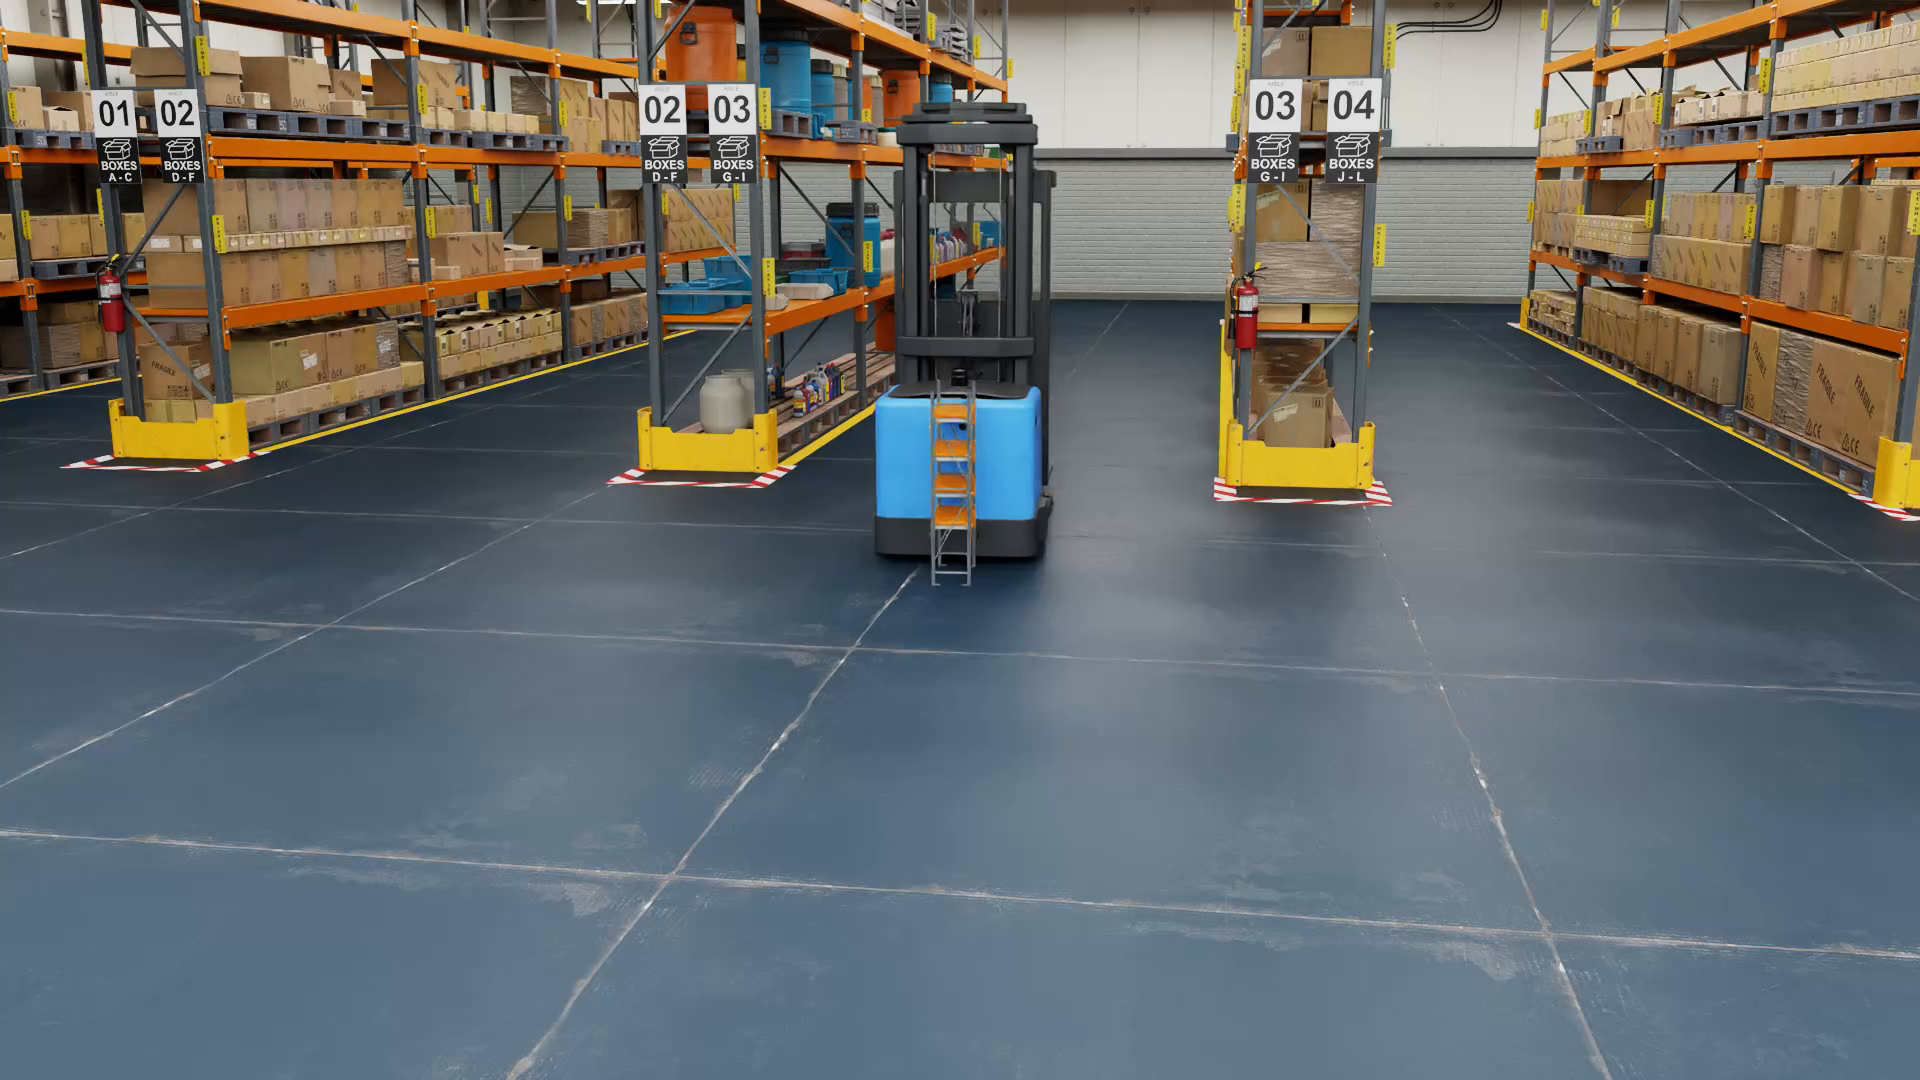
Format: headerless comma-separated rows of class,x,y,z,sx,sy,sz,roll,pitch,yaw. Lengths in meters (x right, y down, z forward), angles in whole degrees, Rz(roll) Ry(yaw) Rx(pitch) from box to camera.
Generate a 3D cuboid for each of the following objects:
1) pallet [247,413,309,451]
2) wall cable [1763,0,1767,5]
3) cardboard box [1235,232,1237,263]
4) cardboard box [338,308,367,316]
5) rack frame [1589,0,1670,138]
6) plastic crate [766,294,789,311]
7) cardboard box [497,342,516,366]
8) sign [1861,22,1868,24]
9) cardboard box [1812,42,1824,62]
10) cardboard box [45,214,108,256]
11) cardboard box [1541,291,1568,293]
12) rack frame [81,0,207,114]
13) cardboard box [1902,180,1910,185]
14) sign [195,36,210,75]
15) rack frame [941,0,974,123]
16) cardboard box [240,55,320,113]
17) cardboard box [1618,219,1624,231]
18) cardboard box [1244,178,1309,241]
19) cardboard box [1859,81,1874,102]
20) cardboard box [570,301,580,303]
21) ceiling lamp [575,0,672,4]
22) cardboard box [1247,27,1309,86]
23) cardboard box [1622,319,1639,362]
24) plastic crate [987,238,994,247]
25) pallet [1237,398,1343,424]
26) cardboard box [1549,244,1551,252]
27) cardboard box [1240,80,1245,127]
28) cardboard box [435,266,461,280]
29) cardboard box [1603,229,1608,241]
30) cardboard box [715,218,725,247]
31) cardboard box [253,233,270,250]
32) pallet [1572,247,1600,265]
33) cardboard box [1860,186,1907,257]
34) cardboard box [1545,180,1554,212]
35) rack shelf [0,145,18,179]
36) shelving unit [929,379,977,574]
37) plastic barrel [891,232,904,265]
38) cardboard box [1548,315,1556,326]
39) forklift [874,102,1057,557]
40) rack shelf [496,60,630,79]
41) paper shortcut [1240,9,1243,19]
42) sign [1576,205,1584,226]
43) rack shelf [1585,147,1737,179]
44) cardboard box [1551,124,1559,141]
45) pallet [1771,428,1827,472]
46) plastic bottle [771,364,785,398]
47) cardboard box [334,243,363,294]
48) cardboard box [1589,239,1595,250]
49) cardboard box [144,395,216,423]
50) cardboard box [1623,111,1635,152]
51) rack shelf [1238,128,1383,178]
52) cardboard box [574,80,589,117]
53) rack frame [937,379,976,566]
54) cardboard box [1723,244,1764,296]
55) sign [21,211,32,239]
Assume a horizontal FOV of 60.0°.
pallet,-6.956,-1.033,15.783,1.003,0.211,1.213,2,12,9
wall cable,15.605,-9.049,32.121,0.463,3.000,0.029,2,12,9
cardboard box,3.817,-3.738,21.482,0.500,0.500,0.500,2,12,10
cardboard box,-10.053,-3.908,26.612,0.750,0.750,0.750,2,12,9
rack frame,9.487,-7.162,23.367,1.000,3.000,0.127,2,12,9
plastic crate,-1.683,-2.121,14.840,0.298,0.136,0.250,2,12,9
cardboard box,-5.874,-2.325,20.692,0.500,0.250,0.500,2,12,10
sign,14.461,-8.409,26.559,0.100,0.325,0.005,2,12,9
cardboard box,7.710,-4.275,14.558,0.380,0.149,0.250,2,12,9
cardboard box,-11.037,-3.850,20.959,0.700,0.500,0.500,4,13,16
cardboard box,9.762,-4.005,27.317,0.380,0.149,0.250,2,12,10
rack frame,-7.032,-5.168,14.113,1.000,3.000,0.127,2,12,9
cardboard box,14.408,-5.335,24.979,0.380,0.149,0.250,2,12,9
sign,-6.485,-4.148,14.239,0.100,0.325,0.005,2,12,9
rack frame,-0.293,-7.505,24.955,1.000,3.000,0.127,2,12,9
cardboard box,-6.507,-4.361,15.922,0.500,0.500,0.500,2,12,9
cardboard box,8.575,-3.994,21.093,0.380,0.149,0.250,2,12,10
cardboard box,2.596,-2.719,13.673,0.500,0.500,0.500,2,12,9
cardboard box,7.514,-3.621,13.420,0.380,0.149,0.250,2,12,8
cardboard box,-5.810,-3.204,24.128,0.500,0.500,0.500,1,12,7
ceiling lamp,-6.559,-11.989,31.907,2.000,3.185,0.800,2,12,9
cardboard box,2.744,-4.149,14.376,0.500,0.500,0.500,2,12,9
cardboard box,8.714,-2.526,21.030,0.500,0.500,0.500,2,12,8
plastic crate,0.376,-5.129,28.658,0.396,0.136,0.243,2,12,9
pallet,3.303,-1.242,16.755,1.003,0.211,1.213,2,12,9
cardboard box,9.731,-4.716,26.851,0.380,0.149,0.250,2,12,11
cardboard box,3.508,-5.038,19.208,0.500,0.500,0.500,2,12,7
cardboard box,-6.079,-3.123,19.460,0.380,0.149,0.250,2,12,9
cardboard box,8.694,-4.011,21.879,0.380,0.149,0.250,2,12,10
cardboard box,-4.448,-5.404,29.214,0.500,0.500,0.500,2,12,9
cardboard box,-6.681,-2.783,15.509,0.380,0.149,0.250,2,12,9
pallet,9.225,-3.981,23.303,1.003,0.211,1.213,2,12,9
cardboard box,7.730,-2.526,13.176,0.875,0.550,0.550,2,12,9
cardboard box,9.597,-5.448,26.335,0.500,0.500,0.500,2,12,7
rack shelf,-11.620,-3.926,17.177,1.077,0.370,4.000,2,12,9
shelving unit,-0.038,-0.362,10.297,0.258,1.200,0.499,1,14,4
plastic barrel,-0.855,-3.573,20.686,0.421,0.512,0.421,0,12,0
cardboard box,9.480,-3.453,26.165,0.380,0.149,0.250,2,12,9
forklift,9.158,-1.984,13.741,18.730,2.935,8.709,1,12,6
rack shelf,-5.494,-6.798,23.869,0.919,0.124,3.809,2,12,9
paper shortcut,3.670,-6.871,21.687,0.009,0.170,0.078,12,-17,6
sign,8.949,-4.669,23.982,0.100,0.325,0.005,2,12,9
rack shelf,9.179,-4.928,21.827,1.077,0.370,4.000,2,12,9
cardboard box,9.609,-6.403,26.135,0.500,0.250,0.500,2,12,9
pallet,7.877,-0.791,14.661,1.003,0.211,1.213,2,12,9
plastic bottle,-1.915,-1.667,17.354,0.144,0.351,0.185,2,12,9
cardboard box,-6.635,-2.810,17.174,0.700,0.500,0.500,2,12,9
cardboard box,8.814,-4.030,22.673,0.380,0.149,0.250,1,12,6
cardboard box,-7.242,-1.217,15.552,0.500,0.250,0.500,2,12,9
cardboard box,8.853,-5.248,21.366,0.500,0.500,0.500,2,12,9
rack shelf,3.063,-3.444,14.943,1.077,0.370,4.000,2,12,9
cardboard box,-5.572,-6.207,23.446,0.500,0.500,0.500,2,12,9
rack frame,-0.022,-0.418,10.532,0.240,1.200,0.015,1,14,4
cardboard box,8.072,-2.730,16.806,0.500,0.500,0.500,2,12,8
sign,-10.775,-3.635,19.184,0.100,0.325,0.005,2,12,9
